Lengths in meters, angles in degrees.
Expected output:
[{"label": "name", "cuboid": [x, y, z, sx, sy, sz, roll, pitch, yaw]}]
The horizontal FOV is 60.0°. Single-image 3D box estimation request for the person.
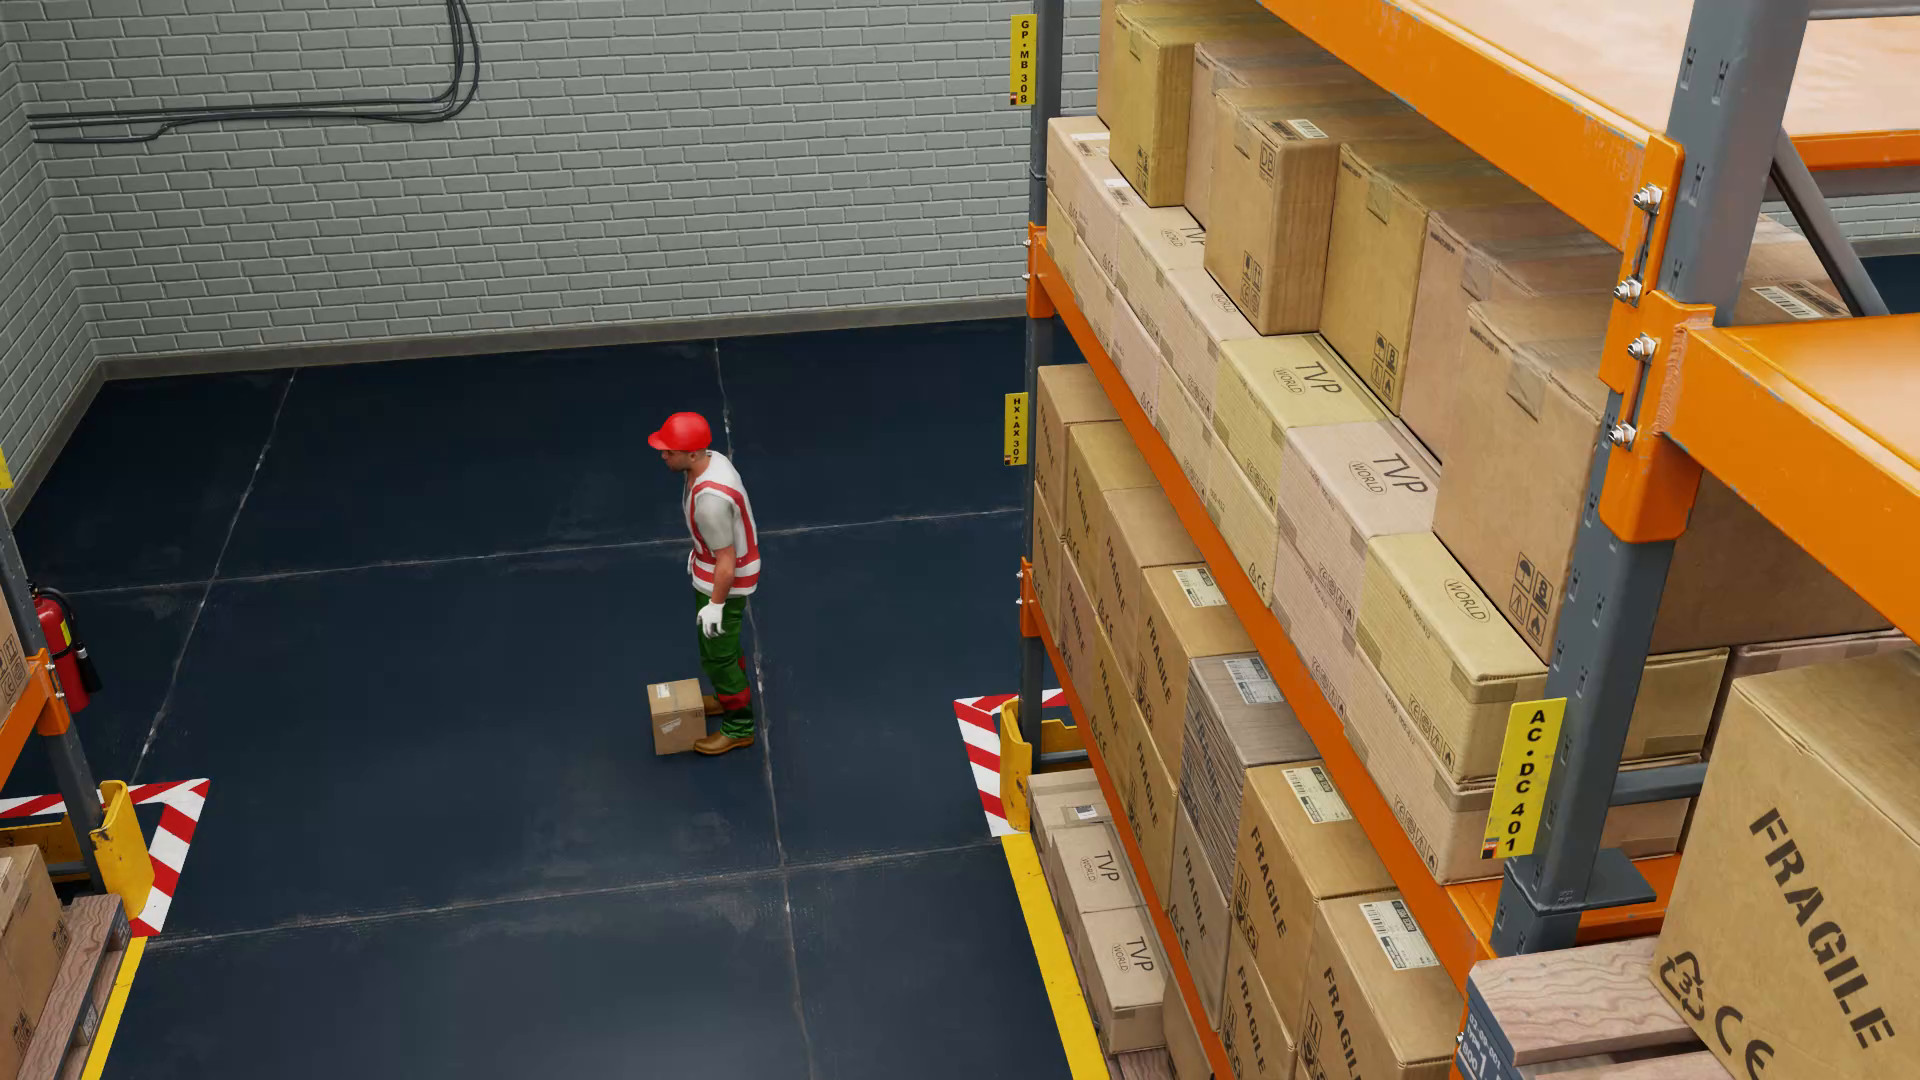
[{"label": "person", "cuboid": [-1.164, 0.192, 7.797, 0.452, 1.779, 0.622, -6, 31, -10]}]
